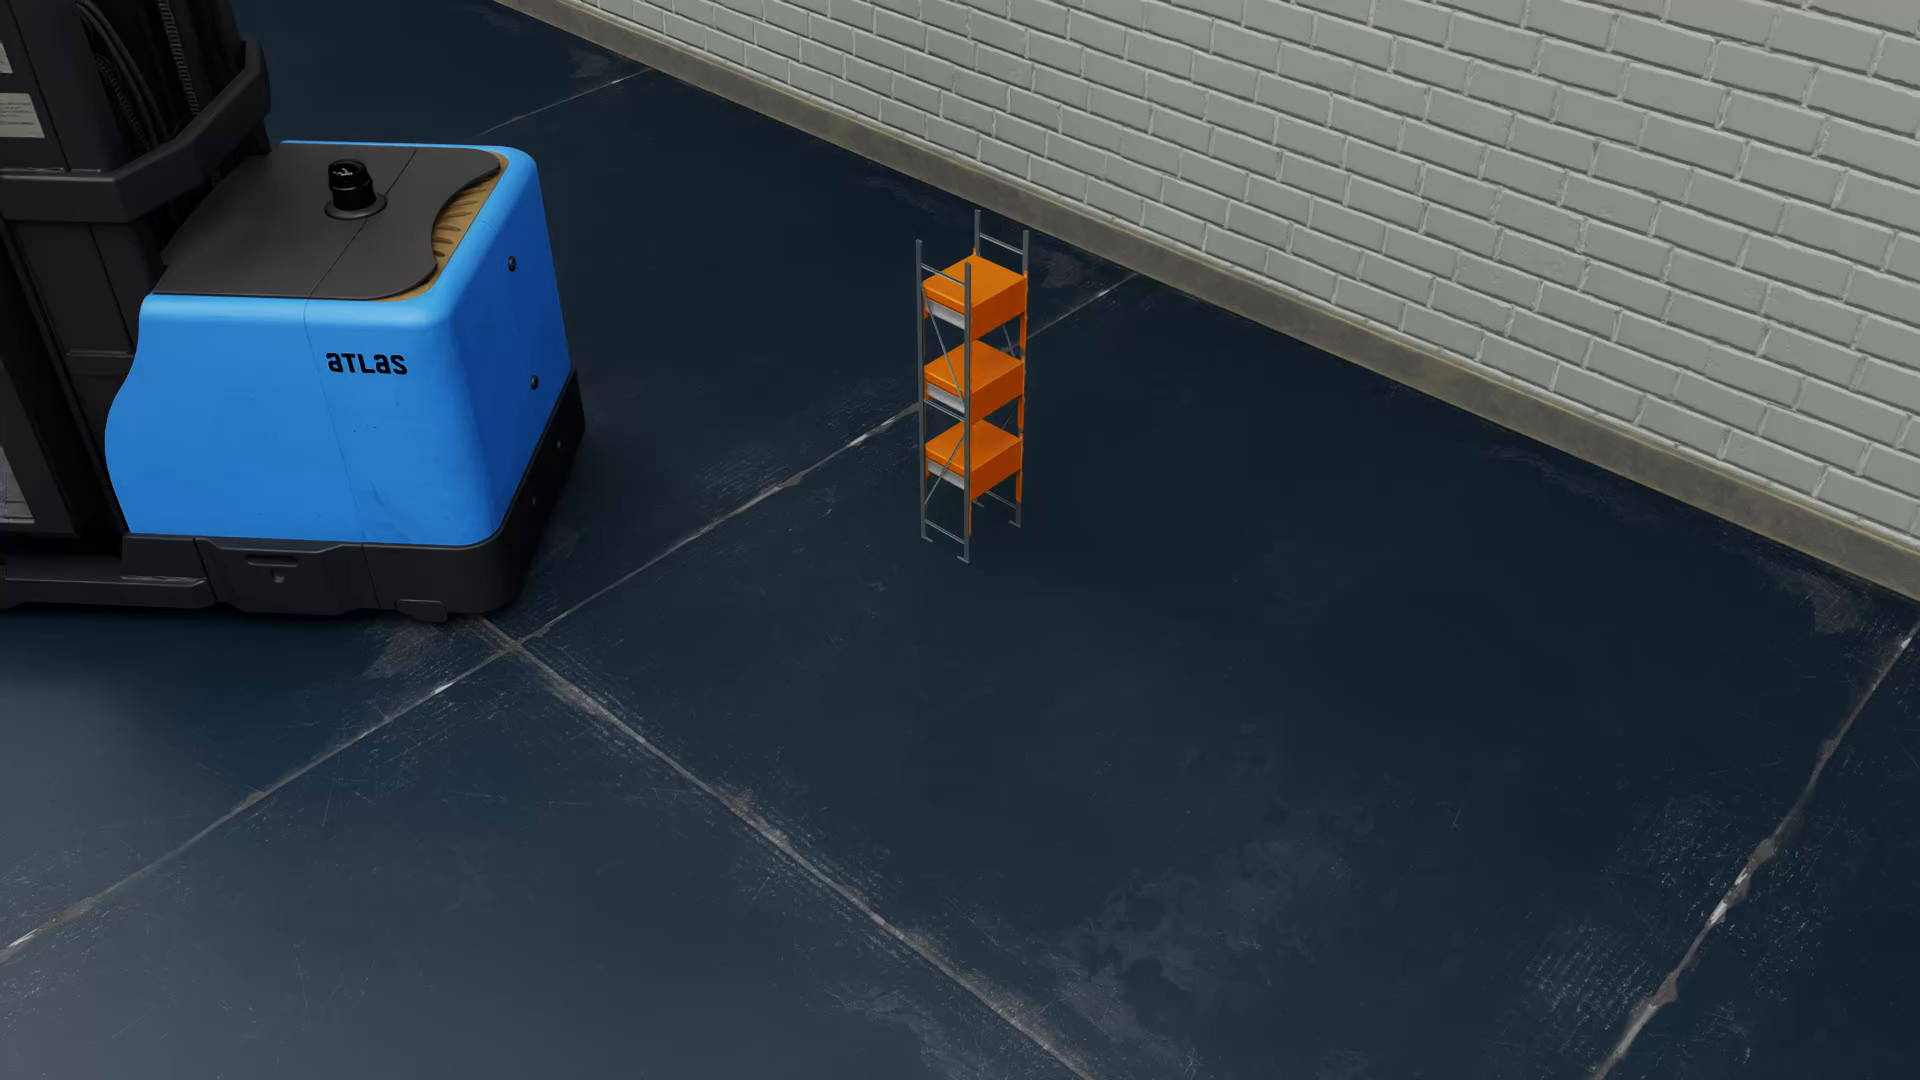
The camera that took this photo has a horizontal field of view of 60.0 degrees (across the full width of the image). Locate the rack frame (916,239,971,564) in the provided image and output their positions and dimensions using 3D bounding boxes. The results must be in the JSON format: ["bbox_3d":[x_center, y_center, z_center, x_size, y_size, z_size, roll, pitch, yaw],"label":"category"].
[{"bbox_3d":[-0.046,-0.379,4.884,0.200,1.050,0.008,30,47,32],"label":"rack frame"}]

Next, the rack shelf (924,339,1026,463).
[{"bbox_3d":[0.036,-0.427,4.961,0.215,0.259,0.240,30,47,32],"label":"rack shelf"}]

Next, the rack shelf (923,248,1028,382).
[{"bbox_3d":[0.036,-0.649,4.784,0.215,0.259,0.240,30,47,32],"label":"rack shelf"}]

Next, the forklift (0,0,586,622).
[{"bbox_3d":[-2.801,-1.258,4.477,3.031,2.935,1.130,2,39,3],"label":"forklift"}]

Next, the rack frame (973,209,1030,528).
[{"bbox_3d":[0.118,-0.492,5.025,0.200,1.050,0.008,30,47,32],"label":"rack frame"}]

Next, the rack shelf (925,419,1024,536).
[{"bbox_3d":[0.036,-0.210,5.134,0.215,0.259,0.240,30,47,32],"label":"rack shelf"}]

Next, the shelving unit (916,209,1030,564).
[{"bbox_3d":[0.036,-0.435,4.954,0.215,1.050,0.252,30,47,32],"label":"shelving unit"}]
